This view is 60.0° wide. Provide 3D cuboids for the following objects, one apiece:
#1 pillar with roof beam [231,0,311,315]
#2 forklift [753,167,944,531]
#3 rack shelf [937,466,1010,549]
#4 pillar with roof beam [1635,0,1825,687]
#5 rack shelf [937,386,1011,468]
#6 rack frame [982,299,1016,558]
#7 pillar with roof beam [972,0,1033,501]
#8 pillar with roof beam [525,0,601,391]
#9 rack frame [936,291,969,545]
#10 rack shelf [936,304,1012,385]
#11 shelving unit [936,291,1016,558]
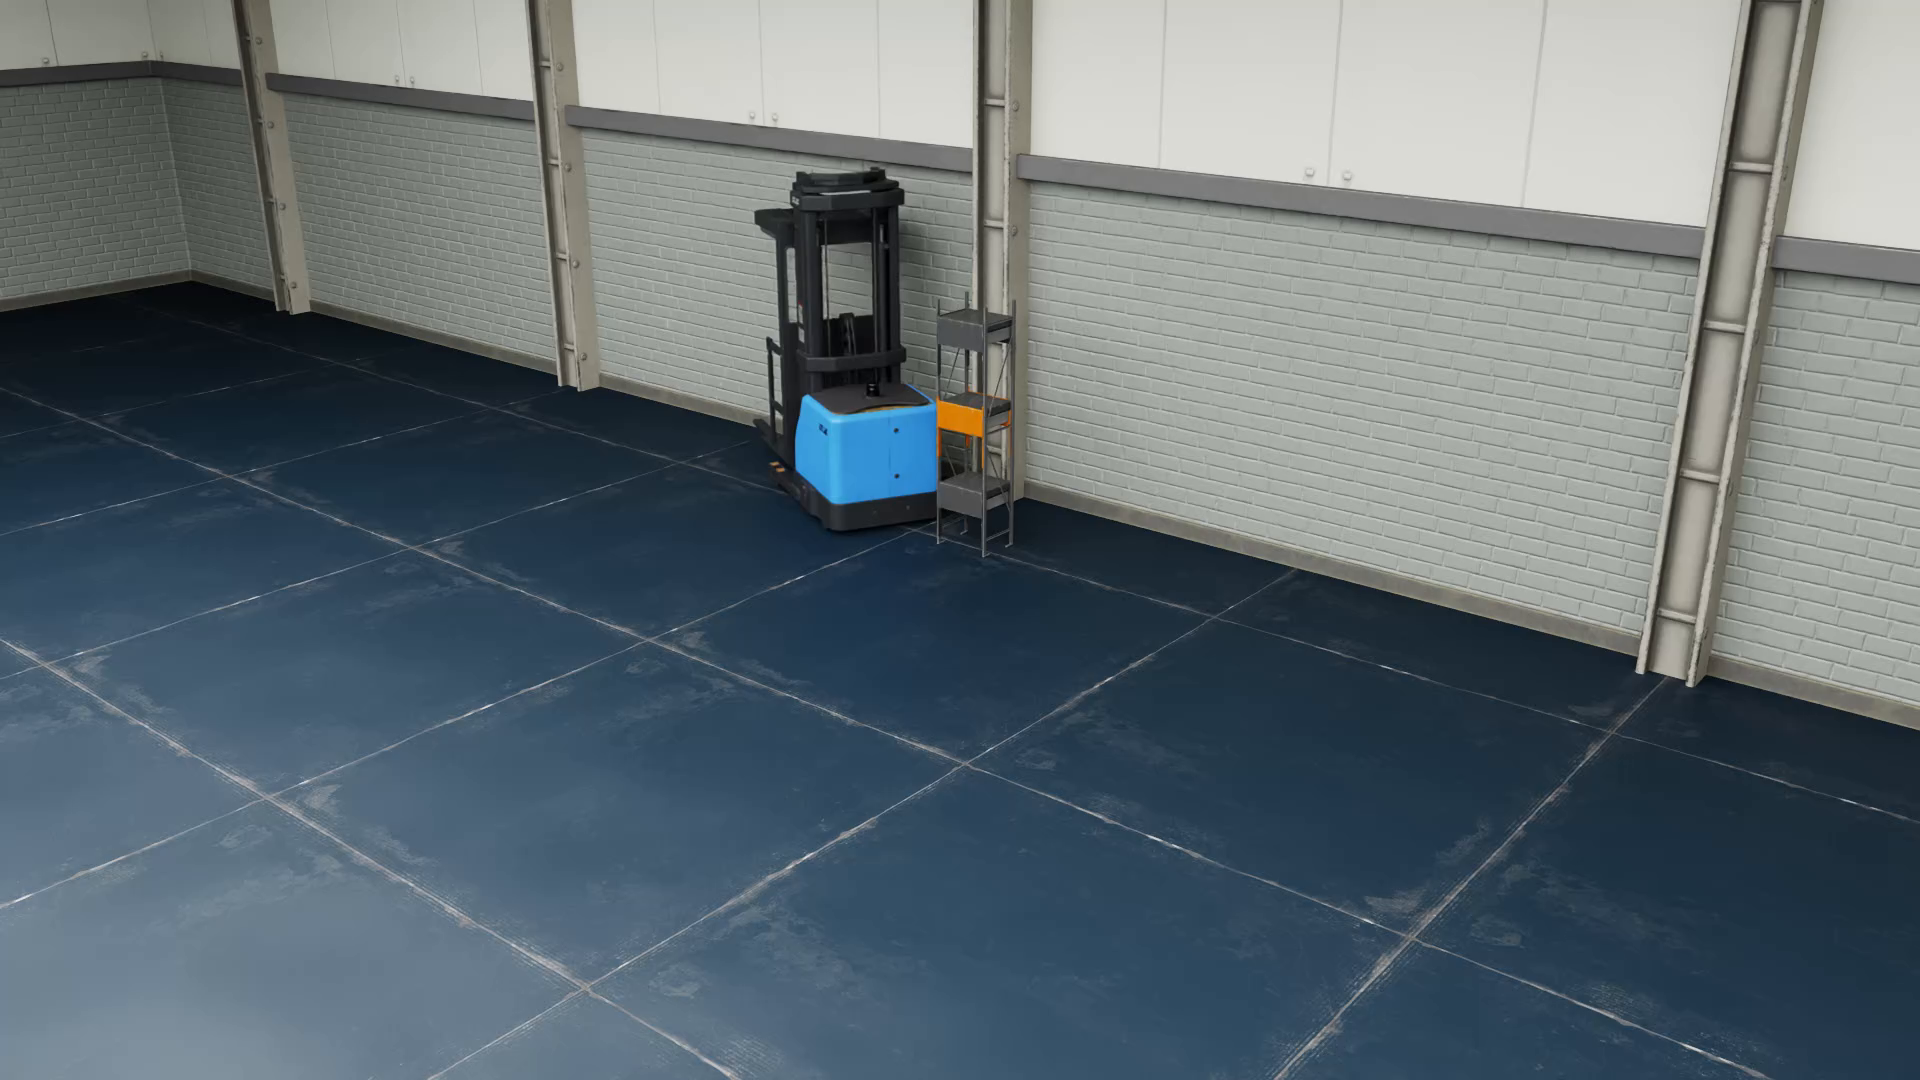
[{"bbox_3d":[-11.664,-6.117,17.637,0.400,9.000,9.100,16,26,36],"label":"pillar with roof beam"},{"bbox_3d":[-1.184,-1.931,15.135,1.130,2.935,3.031,-9,22,-22],"label":"forklift"},{"bbox_3d":[0.128,-0.278,13.952,0.480,0.518,0.431,16,26,36],"label":"rack shelf"},{"bbox_3d":[2.281,-2.102,6.988,0.400,9.000,9.100,16,26,36],"label":"pillar with roof beam"},{"bbox_3d":[0.128,-0.933,13.705,0.480,0.518,0.431,16,26,36],"label":"rack shelf"},{"bbox_3d":[0.317,-0.891,13.555,0.015,2.100,0.400,16,26,36],"label":"rack frame"},{"bbox_3d":[-2.368,-3.440,10.537,0.400,9.000,9.100,16,26,36],"label":"pillar with roof beam"},{"bbox_3d":[-7.016,-4.779,14.087,0.400,9.000,9.100,16,26,36],"label":"pillar with roof beam"},{"bbox_3d":[-0.061,-1.000,13.844,0.015,2.100,0.400,16,26,36],"label":"rack frame"},{"bbox_3d":[0.128,-1.588,13.458,0.480,0.518,0.431,16,26,36],"label":"rack shelf"},{"bbox_3d":[0.128,-0.946,13.700,0.503,2.100,0.431,16,26,36],"label":"shelving unit"}]
